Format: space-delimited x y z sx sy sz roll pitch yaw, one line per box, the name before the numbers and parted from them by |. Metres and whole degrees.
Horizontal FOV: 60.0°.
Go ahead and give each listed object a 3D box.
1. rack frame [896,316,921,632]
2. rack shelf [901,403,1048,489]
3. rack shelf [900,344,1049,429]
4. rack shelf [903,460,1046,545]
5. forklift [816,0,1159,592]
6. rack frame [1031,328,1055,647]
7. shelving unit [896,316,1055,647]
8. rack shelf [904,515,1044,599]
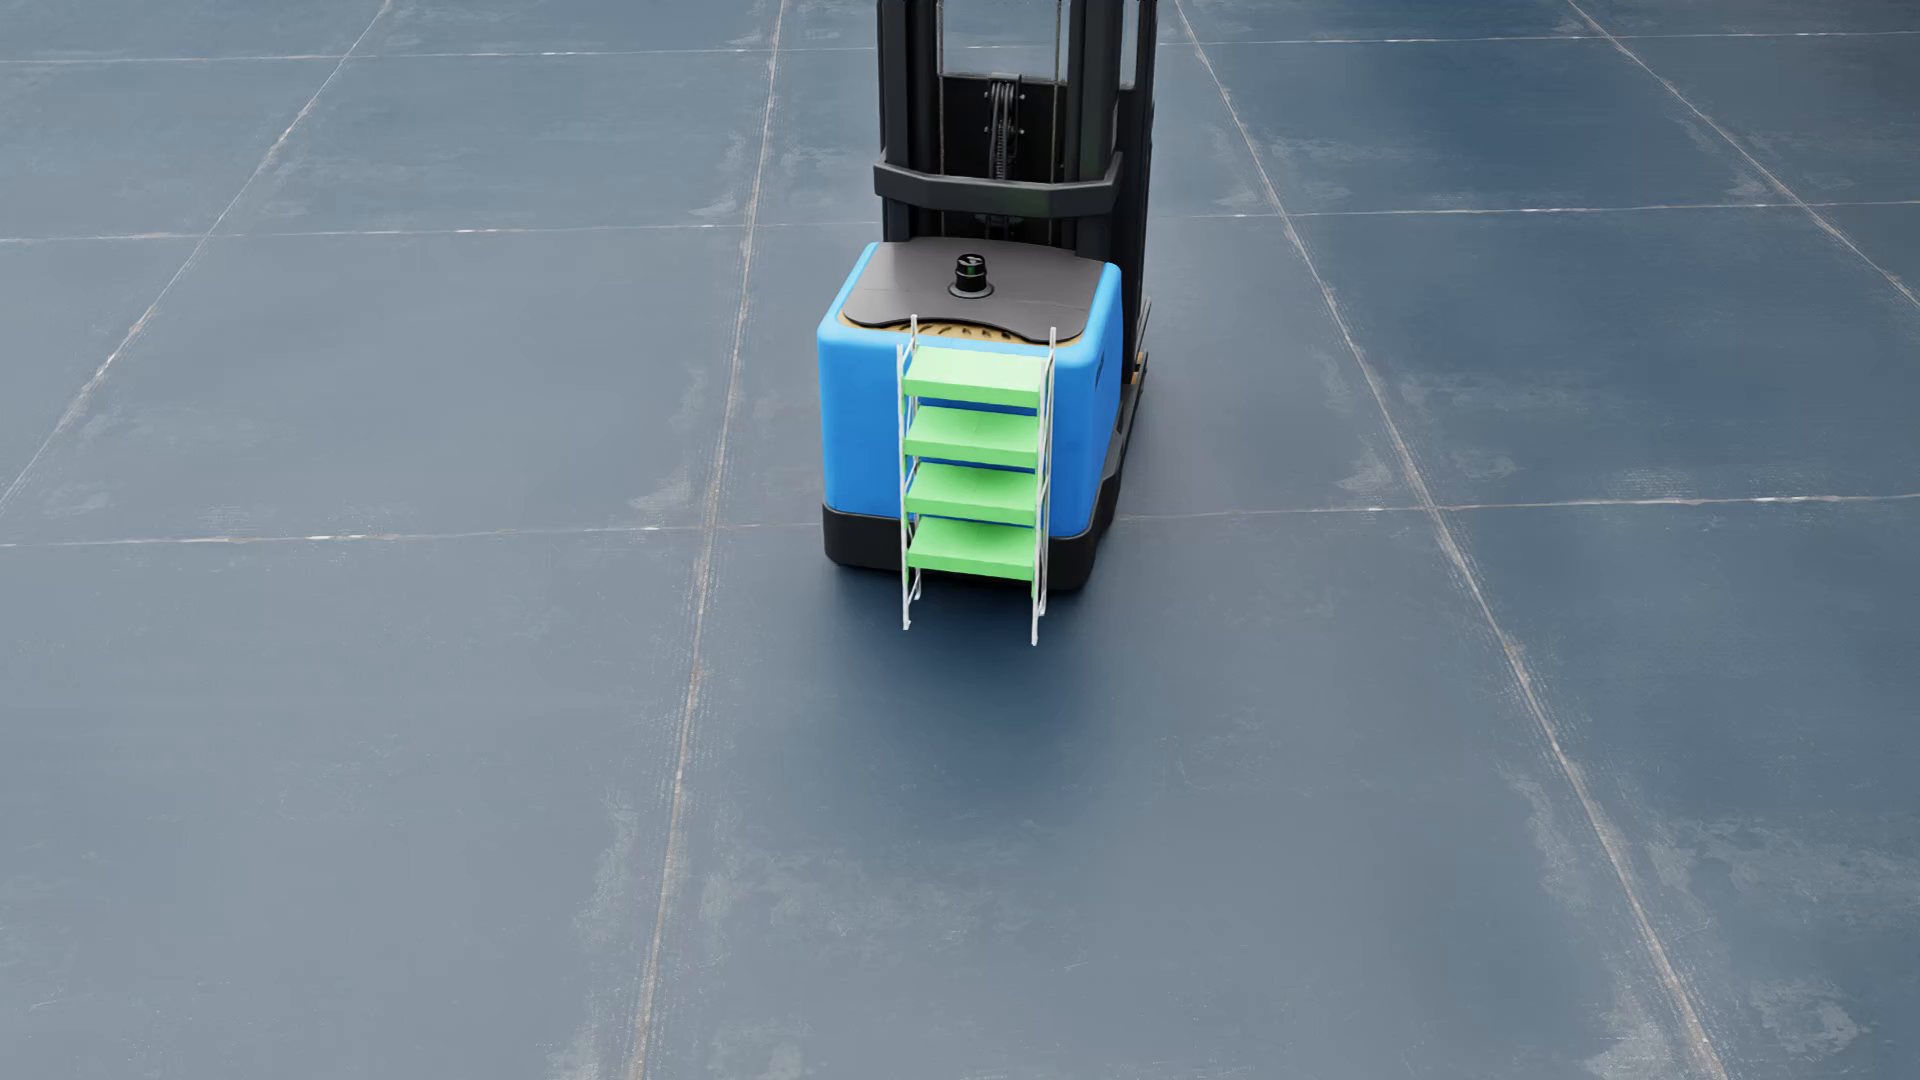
rack frame | -0.183 -0.216 6.008 0.015 1.200 0.240 6 35 9
rack shelf | 0.056 -0.334 5.869 0.480 0.148 0.258 6 35 9
rack shelf | 0.056 -0.531 5.732 0.480 0.148 0.258 6 35 9
rack shelf | 0.056 -0.137 6.006 0.480 0.148 0.258 6 35 9
forklift | 0.266 -1.840 6.834 1.130 2.935 3.031 7 35 10
rack frame | 0.296 -0.162 5.930 0.015 1.200 0.240 6 35 9
shelving unit | 0.056 -0.189 5.969 0.503 1.200 0.258 6 35 9
rack shelf | 0.056 0.061 6.142 0.480 0.148 0.258 6 35 9
